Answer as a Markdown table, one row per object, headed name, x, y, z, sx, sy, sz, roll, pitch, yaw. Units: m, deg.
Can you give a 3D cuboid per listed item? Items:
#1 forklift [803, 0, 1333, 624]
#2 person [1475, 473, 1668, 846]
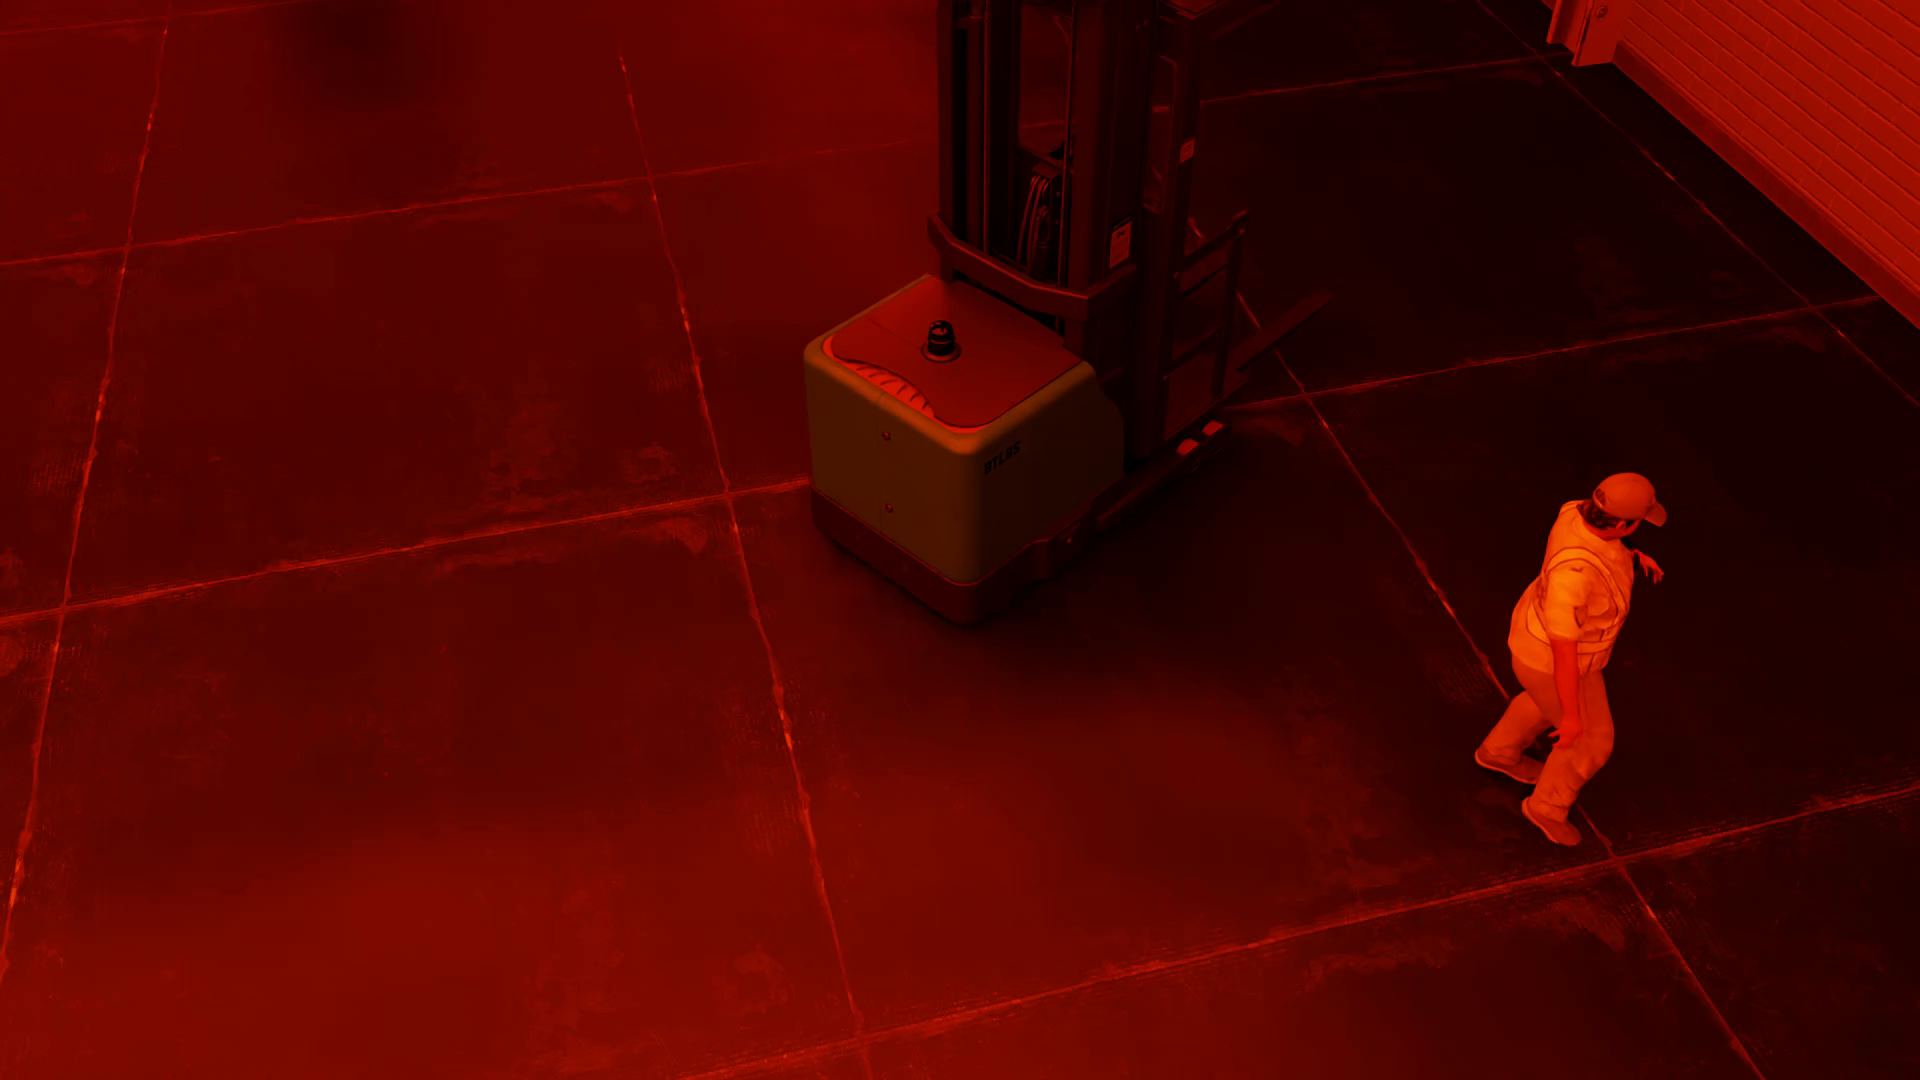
| name | x | y | z | sx | sy | sz | roll | pitch | yaw |
| --- | --- | --- | --- | --- | --- | --- | --- | --- | --- |
| forklift | 0.694 | -1.614 | 7.353 | 1.130 | 2.935 | 3.031 | 33 | 53 | 30 |
| person | 2.289 | 0.431 | 6.176 | 0.517 | 1.693 | 0.880 | 16 | 46 | 16 |
